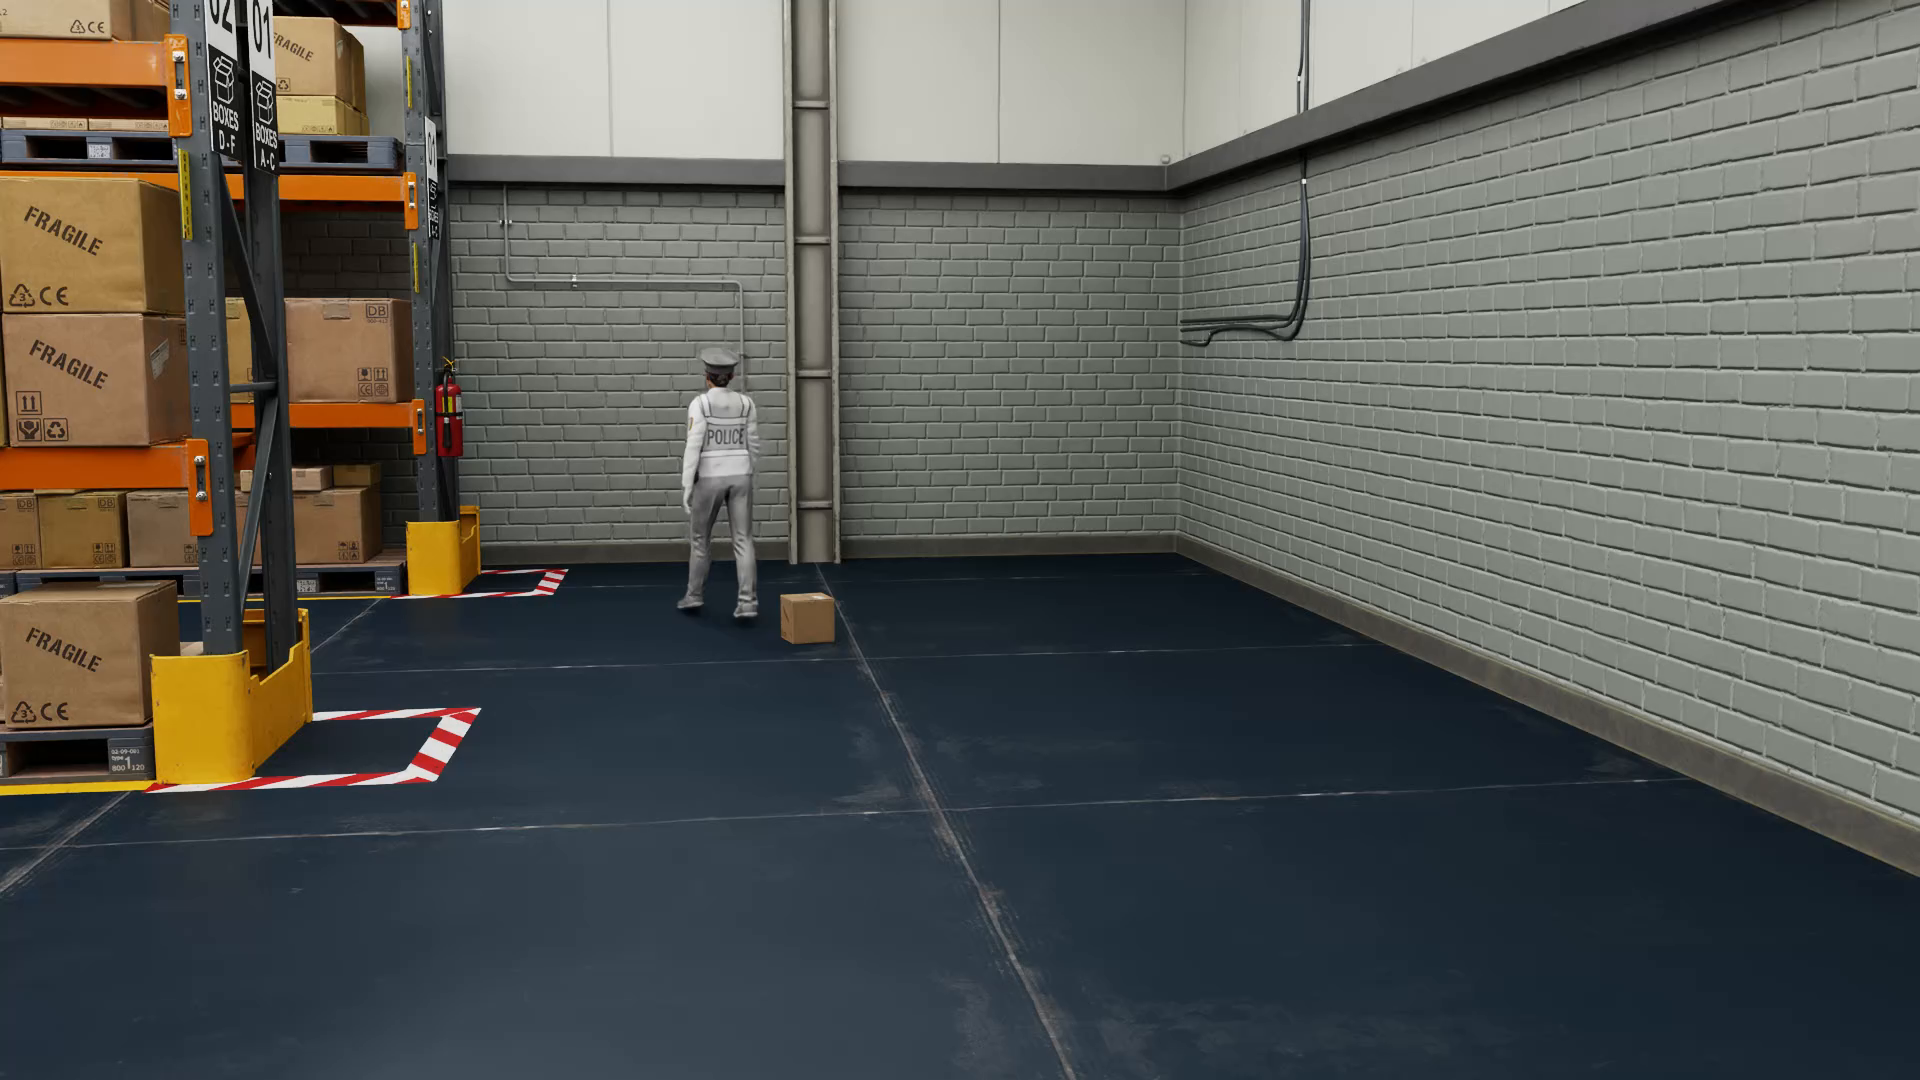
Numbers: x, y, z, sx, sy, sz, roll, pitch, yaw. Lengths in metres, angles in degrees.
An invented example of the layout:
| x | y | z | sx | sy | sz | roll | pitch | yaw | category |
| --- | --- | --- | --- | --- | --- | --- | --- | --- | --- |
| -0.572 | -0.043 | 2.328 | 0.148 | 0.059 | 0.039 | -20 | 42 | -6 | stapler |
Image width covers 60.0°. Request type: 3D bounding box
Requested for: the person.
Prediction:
| x | y | z | sx | sy | sz | roll | pitch | yaw | category |
| --- | --- | --- | --- | --- | --- | --- | --- | --- | --- |
| -1.492 | -0.354 | 10.253 | 0.544 | 1.663 | 0.901 | -3 | 7 | -25 | person |
